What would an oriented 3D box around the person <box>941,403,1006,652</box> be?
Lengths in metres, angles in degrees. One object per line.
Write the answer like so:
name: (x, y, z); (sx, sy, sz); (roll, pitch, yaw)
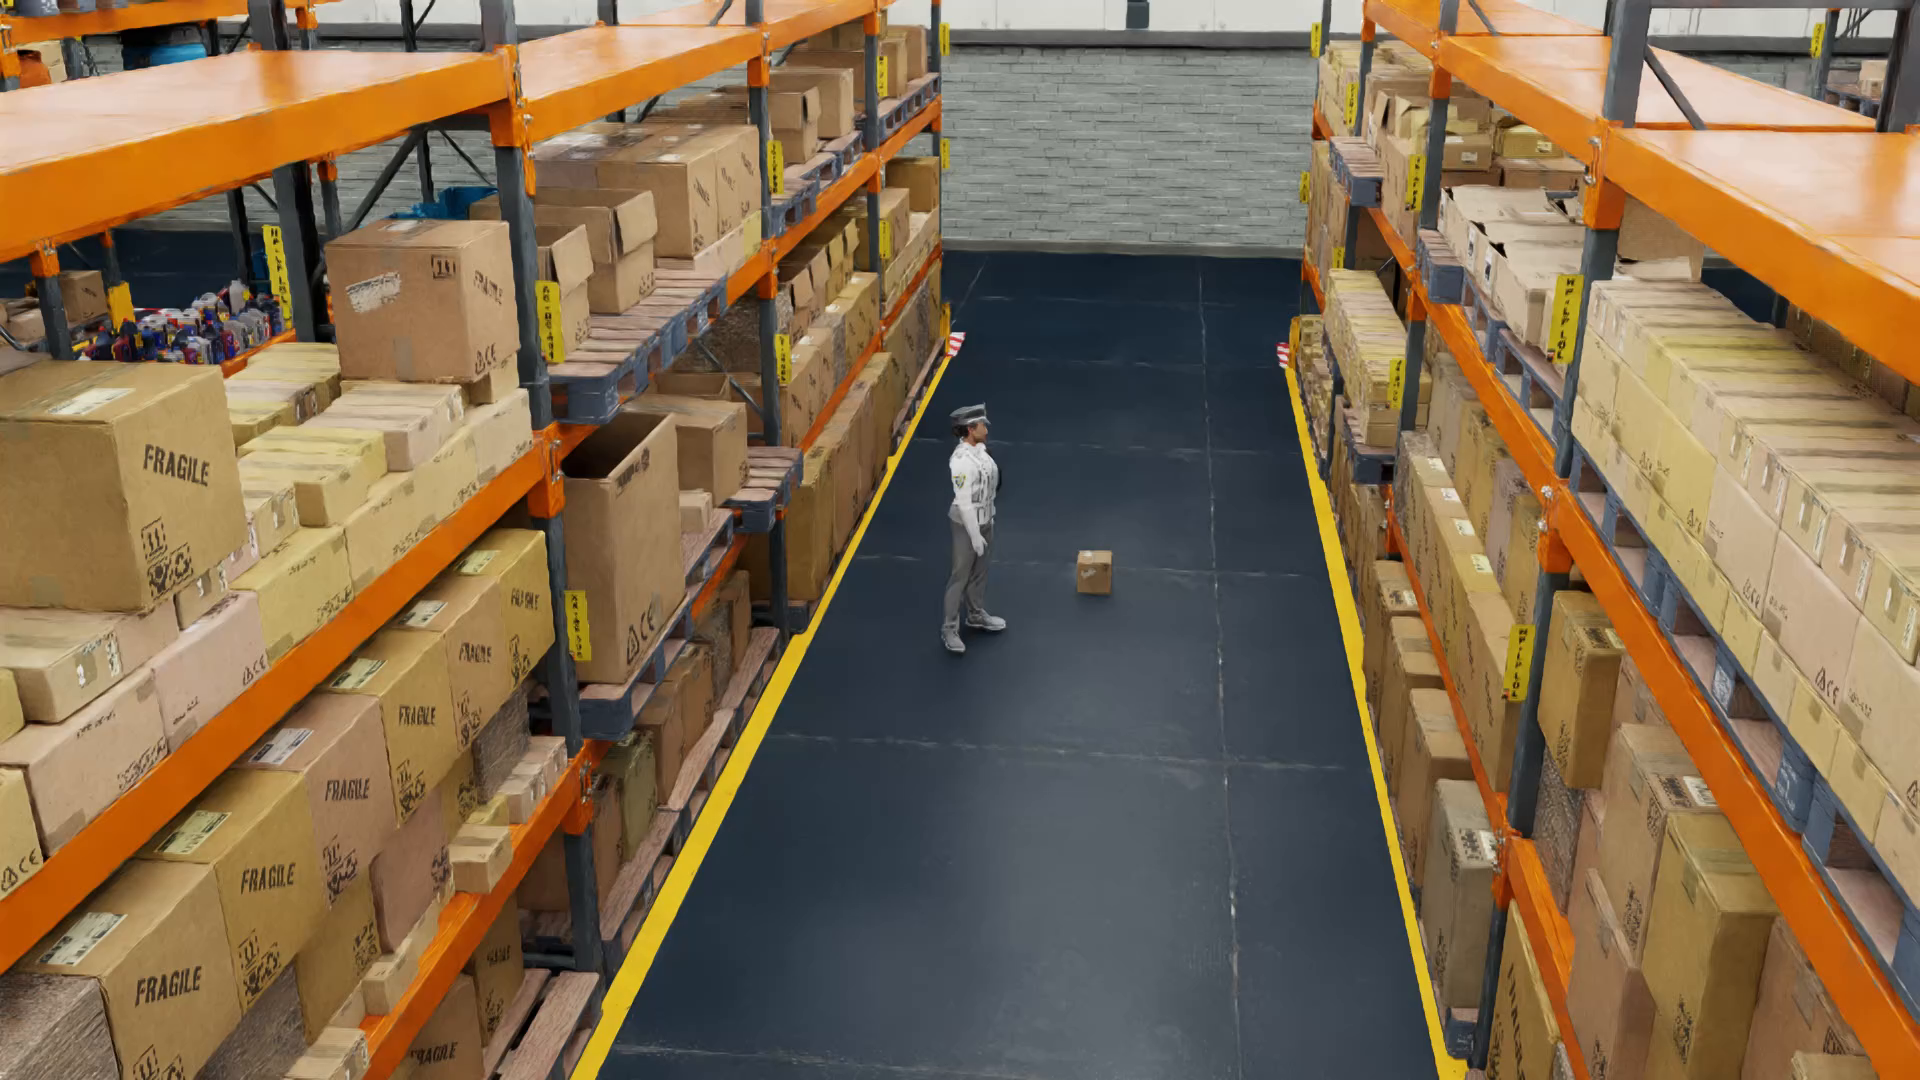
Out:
person: (0.082, -0.113, 11.287); (0.357, 1.689, 0.608); (8, 23, 19)
